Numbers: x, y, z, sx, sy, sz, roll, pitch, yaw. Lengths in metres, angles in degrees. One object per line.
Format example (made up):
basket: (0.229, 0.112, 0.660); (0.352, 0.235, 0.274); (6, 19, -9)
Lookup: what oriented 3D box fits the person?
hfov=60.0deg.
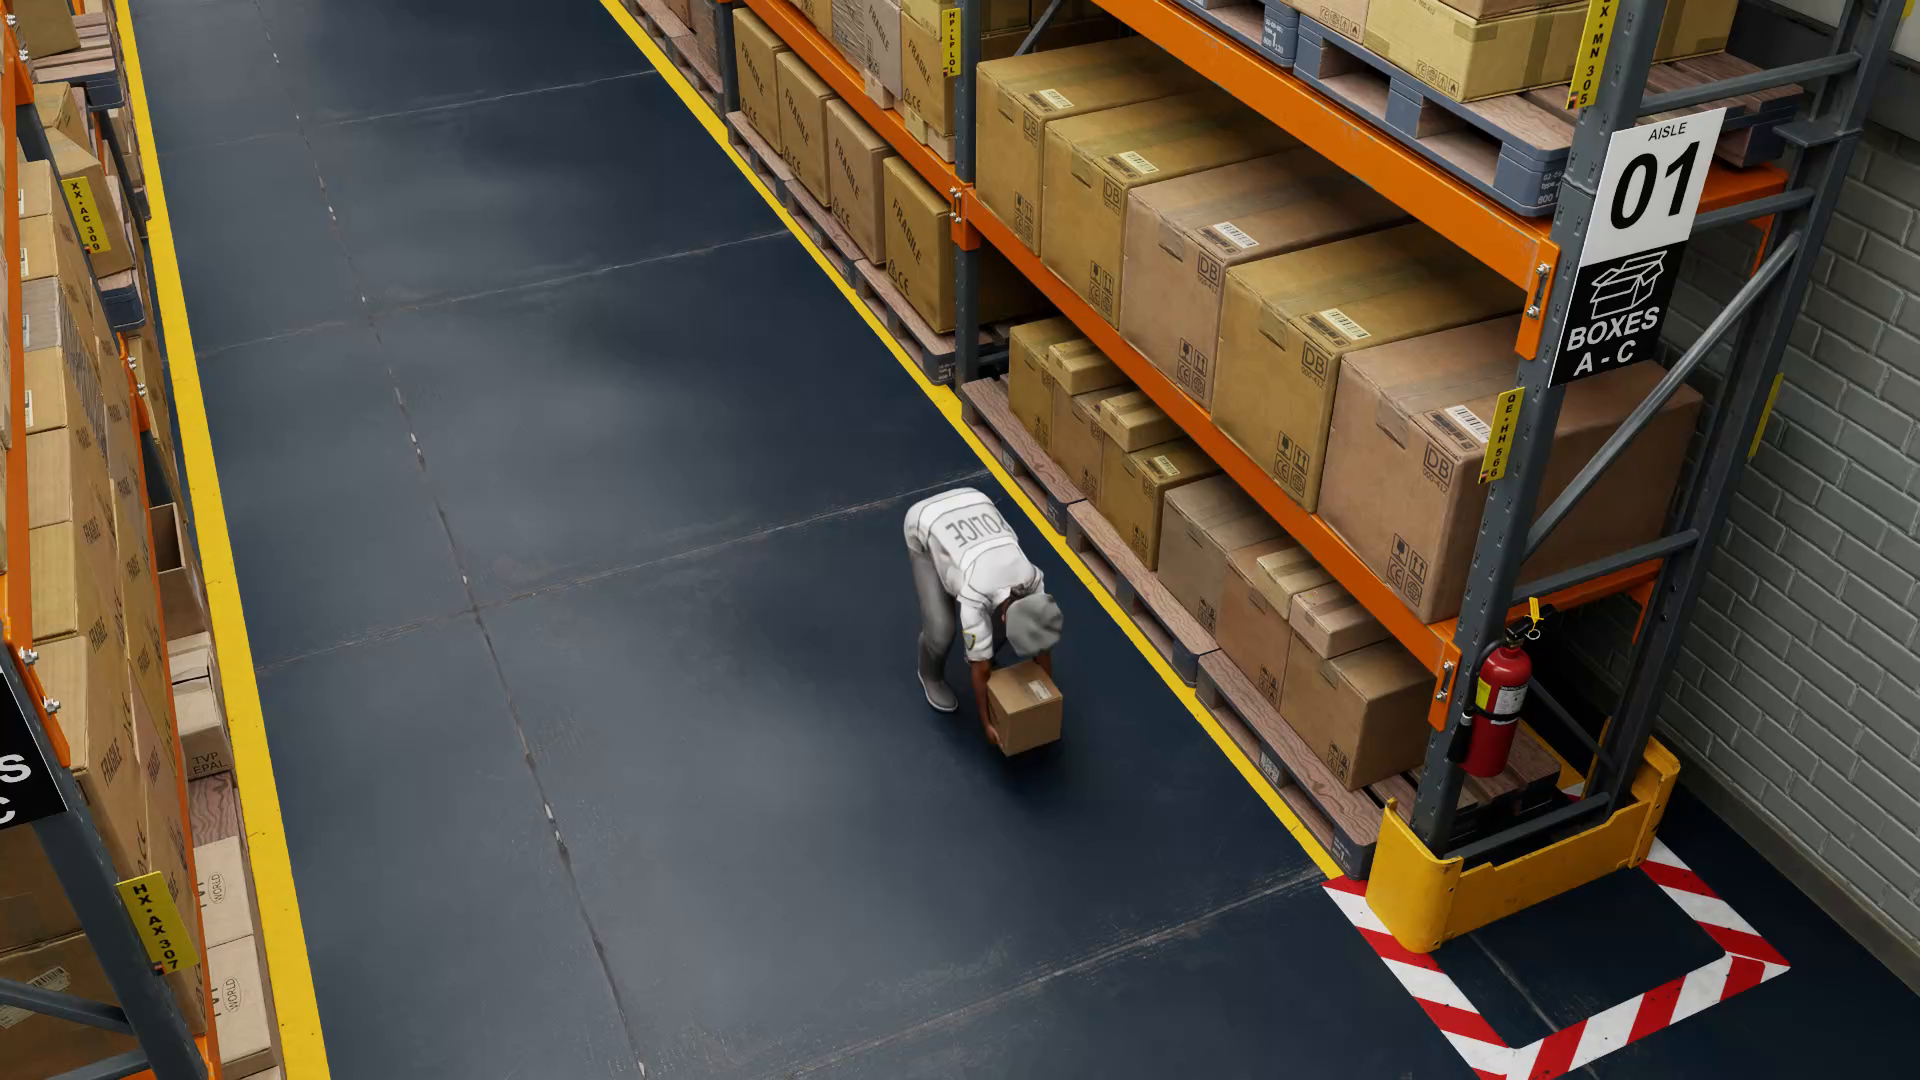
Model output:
person: (0.115, 0.298, 6.863); (0.418, 1.185, 0.932); (-18, 41, -21)
